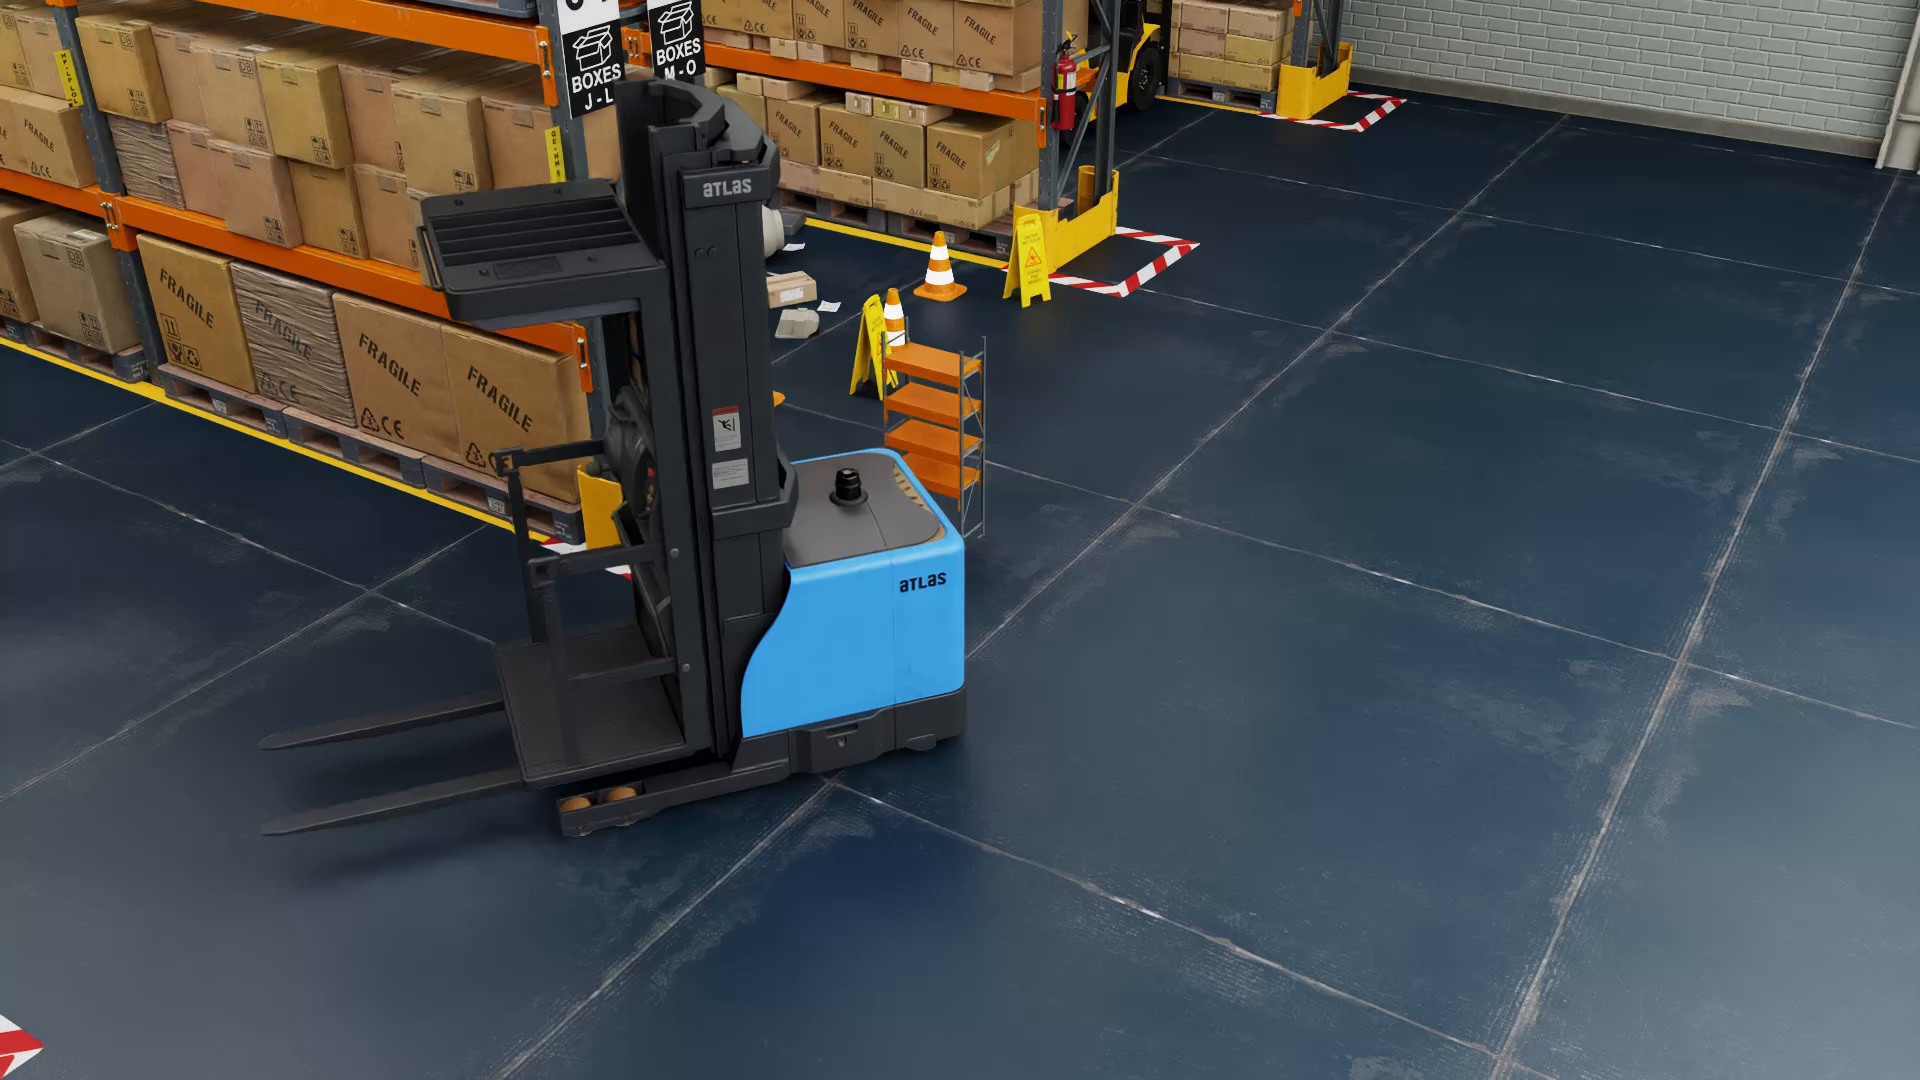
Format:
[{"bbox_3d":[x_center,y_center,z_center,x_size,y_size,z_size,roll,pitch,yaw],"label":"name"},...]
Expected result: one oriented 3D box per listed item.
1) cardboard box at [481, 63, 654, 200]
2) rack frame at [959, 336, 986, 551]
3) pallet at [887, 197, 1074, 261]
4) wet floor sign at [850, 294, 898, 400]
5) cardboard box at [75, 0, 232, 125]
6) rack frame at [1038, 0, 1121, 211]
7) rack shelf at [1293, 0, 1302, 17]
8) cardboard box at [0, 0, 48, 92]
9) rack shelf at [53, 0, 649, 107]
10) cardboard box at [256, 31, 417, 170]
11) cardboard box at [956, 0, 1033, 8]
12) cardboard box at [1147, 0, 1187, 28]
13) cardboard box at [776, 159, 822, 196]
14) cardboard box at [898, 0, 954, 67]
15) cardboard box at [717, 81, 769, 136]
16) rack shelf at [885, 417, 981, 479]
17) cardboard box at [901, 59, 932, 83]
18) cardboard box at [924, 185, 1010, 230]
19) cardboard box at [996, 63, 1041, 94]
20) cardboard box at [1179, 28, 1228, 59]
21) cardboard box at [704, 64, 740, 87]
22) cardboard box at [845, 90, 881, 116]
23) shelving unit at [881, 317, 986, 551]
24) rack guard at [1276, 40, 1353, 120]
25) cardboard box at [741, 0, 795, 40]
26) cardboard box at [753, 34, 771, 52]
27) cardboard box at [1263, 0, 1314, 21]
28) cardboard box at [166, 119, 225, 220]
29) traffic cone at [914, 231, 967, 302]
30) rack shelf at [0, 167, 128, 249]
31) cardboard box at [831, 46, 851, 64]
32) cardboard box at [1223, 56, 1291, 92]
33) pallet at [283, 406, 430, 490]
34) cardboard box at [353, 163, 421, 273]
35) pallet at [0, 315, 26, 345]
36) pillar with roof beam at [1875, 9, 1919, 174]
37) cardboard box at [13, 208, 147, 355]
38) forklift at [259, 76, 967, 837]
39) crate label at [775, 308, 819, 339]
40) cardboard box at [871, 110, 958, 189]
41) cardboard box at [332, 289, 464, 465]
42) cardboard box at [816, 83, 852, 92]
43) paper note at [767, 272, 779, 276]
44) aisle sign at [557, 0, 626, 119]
[{"bbox_3d":[-1.937,-2.096,8.646,0.550,0.550,0.875,18,35,27],"label":"cardboard box"},{"bbox_3d":[0.066,-0.497,8.912,0.015,1.200,0.240,18,35,27],"label":"rack frame"},{"bbox_3d":[0.169,-2.638,13.562,1.213,0.211,1.003,18,35,27],"label":"pallet"},{"bbox_3d":[-0.566,-1.270,10.786,0.232,0.644,0.267,12,32,19],"label":"wet floor sign"},{"bbox_3d":[-4.737,-2.939,10.090,0.550,0.550,0.875,18,35,27],"label":"cardboard box"},{"bbox_3d":[0.902,-3.589,12.425,0.127,3.000,1.000,18,35,27],"label":"rack frame"},{"bbox_3d":[1.844,-5.934,17.158,4.000,0.370,1.077,18,35,27],"label":"rack shelf"},{"bbox_3d":[-5.892,-3.263,10.776,0.500,0.500,0.700,17,34,27],"label":"cardboard box"},{"bbox_3d":[-3.338,-2.970,9.101,4.000,0.370,1.077,18,35,27],"label":"rack shelf"},{"bbox_3d":[-3.372,-2.499,9.336,0.500,0.550,0.875,18,35,27],"label":"cardboard box"},{"bbox_3d":[0.354,-4.236,12.148,0.500,0.500,0.700,17,34,26],"label":"cardboard box"},{"bbox_3d":[2.114,-5.390,16.831,0.500,0.250,0.500,18,35,28],"label":"cardboard box"},{"bbox_3d":[-1.220,-3.102,13.902,0.500,0.250,0.500,17,34,27],"label":"cardboard box"},{"bbox_3d":[-0.125,-3.925,12.606,0.500,0.500,0.500,18,35,27],"label":"cardboard box"},{"bbox_3d":[-1.670,-3.567,13.955,0.500,0.500,0.500,19,35,29],"label":"cardboard box"},{"bbox_3d":[-0.140,-0.504,9.058,0.480,0.148,0.258,18,35,27],"label":"rack shelf"},{"bbox_3d":[-0.242,-3.644,12.769,0.250,0.149,0.380,18,35,28],"label":"cardboard box"},{"bbox_3d":[0.054,-2.691,13.198,0.500,0.250,0.500,17,34,27],"label":"cardboard box"},{"bbox_3d":[0.472,-3.489,12.504,0.250,0.149,0.380,19,35,29],"label":"cardboard box"},{"bbox_3d":[2.541,-5.054,16.752,0.500,0.250,0.500,17,34,27],"label":"cardboard box"},{"bbox_3d":[-2.055,-3.926,13.927,0.250,0.149,0.380,18,35,28],"label":"cardboard box"},{"bbox_3d":[-0.695,-3.500,13.197,0.250,0.149,0.380,19,35,29],"label":"cardboard box"},{"bbox_3d":[-0.140,-0.563,9.024,0.503,1.200,0.258,18,35,27],"label":"shelving unit"},{"bbox_3d":[3.558,-4.622,16.677,0.348,0.500,1.175,18,35,27],"label":"rack guard"},{"bbox_3d":[-1.405,-4.331,13.303,0.500,0.500,0.500,17,34,27],"label":"cardboard box"},{"bbox_3d":[-1.473,-4.088,13.530,0.250,0.149,0.380,17,34,27],"label":"cardboard box"},{"bbox_3d":[3.232,-5.344,16.753,0.500,0.250,0.500,17,34,27],"label":"cardboard box"},{"bbox_3d":[-4.235,-2.354,10.160,0.550,0.550,0.875,18,35,27],"label":"cardboard box"},{"bbox_3d":[-0.148,-2.058,12.318,0.334,0.463,0.336,18,35,27],"label":"traffic cone"},{"bbox_3d":[-6.725,-2.746,11.694,4.000,0.370,1.077,18,35,27],"label":"rack shelf"},{"bbox_3d":[-0.812,-3.907,13.220,0.250,0.149,0.380,18,35,27],"label":"cardboard box"},{"bbox_3d":[2.972,-4.693,16.630,0.500,0.250,0.500,18,35,28],"label":"cardboard box"},{"bbox_3d":[-3.392,-0.753,10.331,1.213,0.211,1.003,18,35,27],"label":"pallet"},{"bbox_3d":[-2.867,-1.936,9.443,0.550,0.550,0.875,18,35,27],"label":"cardboard box"},{"bbox_3d":[-6.763,-1.817,12.156,1.213,0.211,1.003,18,35,27],"label":"pallet"},{"bbox_3d":[6.221,-5.426,9.621,0.400,9.000,9.100,18,35,27],"label":"pillar with roof beam"},{"bbox_3d":[-5.605,-1.858,11.275,0.750,0.750,1.050,17,34,27],"label":"cardboard box"},{"bbox_3d":[-1.539,-0.303,6.860,3.031,2.935,1.130,-11,32,-18],"label":"forklift"},{"bbox_3d":[-1.149,-1.537,11.748,0.298,0.136,0.250,1,30,2],"label":"crate label"},{"bbox_3d":[-0.359,-3.148,13.238,0.500,0.500,0.500,19,35,29],"label":"cardboard box"},{"bbox_3d":[-2.999,-1.101,9.853,0.875,0.875,0.875,17,34,27],"label":"cardboard box"},{"bbox_3d":[-0.977,-3.663,14.119,0.500,0.500,0.500,20,36,30],"label":"cardboard box"},{"bbox_3d":[-1.431,-2.036,12.730,0.123,0.001,0.032,18,35,27],"label":"paper note"},{"bbox_3d":[-1.743,-2.425,7.851,0.004,0.787,0.394,18,35,27],"label":"aisle sign"}]
